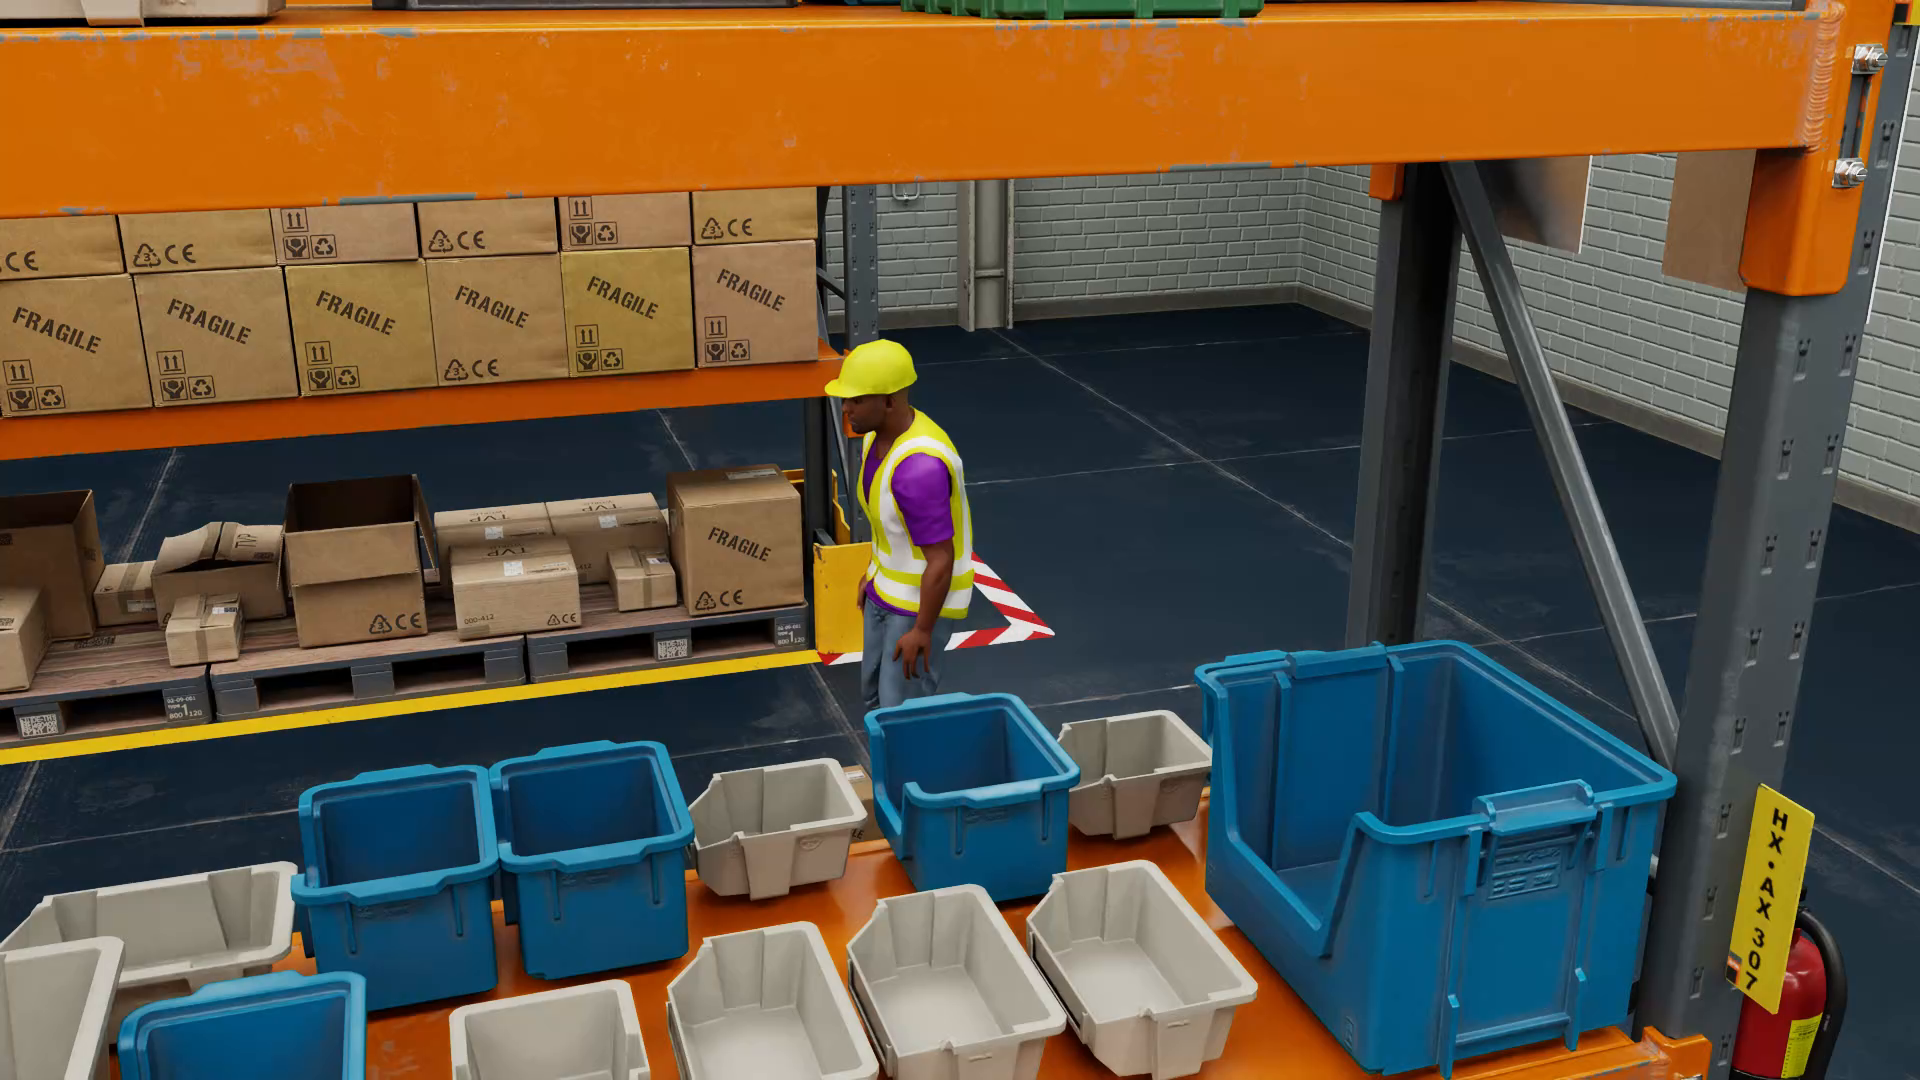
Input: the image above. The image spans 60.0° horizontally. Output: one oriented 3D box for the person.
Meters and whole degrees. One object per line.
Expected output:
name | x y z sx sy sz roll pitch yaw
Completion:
person | -0.202 0.202 5.457 0.461 1.760 0.627 -6 20 -17
